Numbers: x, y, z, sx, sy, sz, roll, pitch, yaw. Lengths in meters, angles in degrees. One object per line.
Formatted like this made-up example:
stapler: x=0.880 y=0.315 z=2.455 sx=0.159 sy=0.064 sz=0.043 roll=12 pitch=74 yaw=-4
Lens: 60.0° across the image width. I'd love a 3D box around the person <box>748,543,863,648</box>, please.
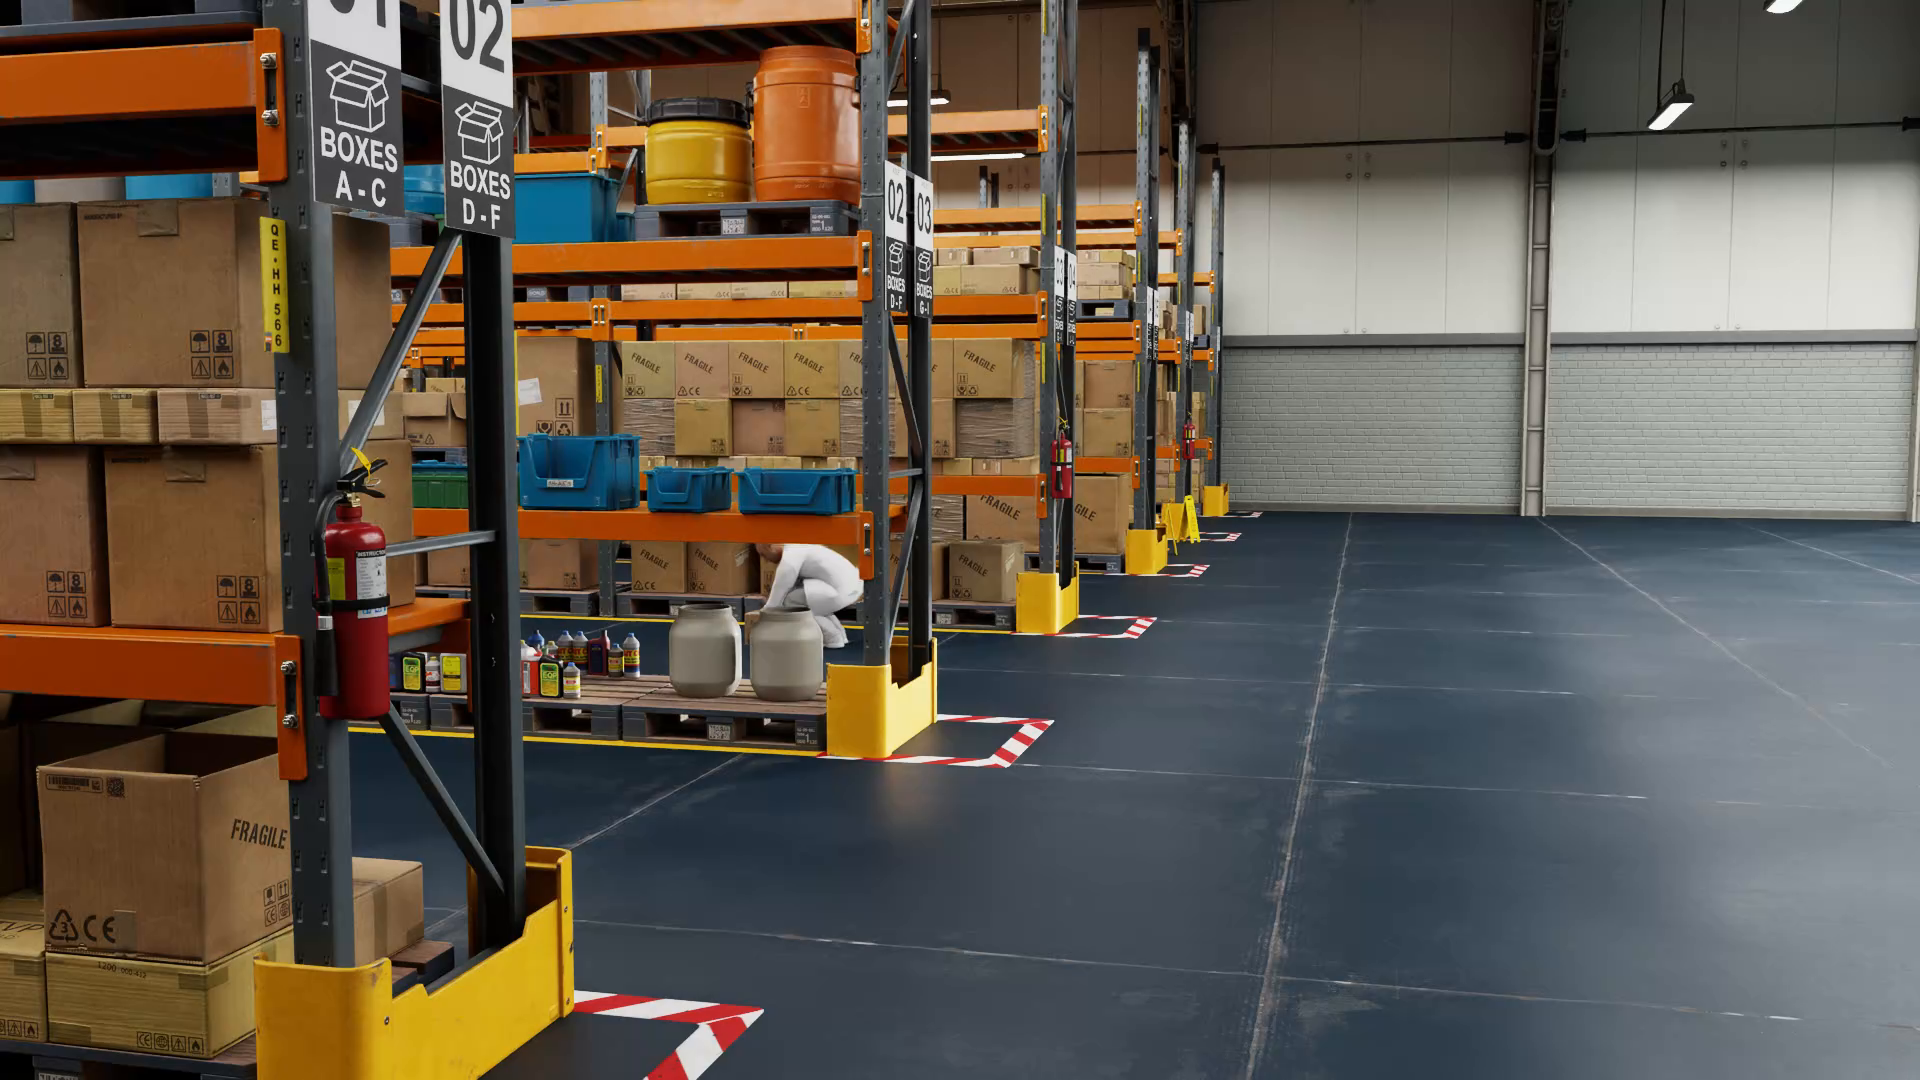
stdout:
person: x=-1.198 y=0.385 z=13.114 sx=0.906 sy=0.906 sz=0.601 roll=1 pitch=5 yaw=14
